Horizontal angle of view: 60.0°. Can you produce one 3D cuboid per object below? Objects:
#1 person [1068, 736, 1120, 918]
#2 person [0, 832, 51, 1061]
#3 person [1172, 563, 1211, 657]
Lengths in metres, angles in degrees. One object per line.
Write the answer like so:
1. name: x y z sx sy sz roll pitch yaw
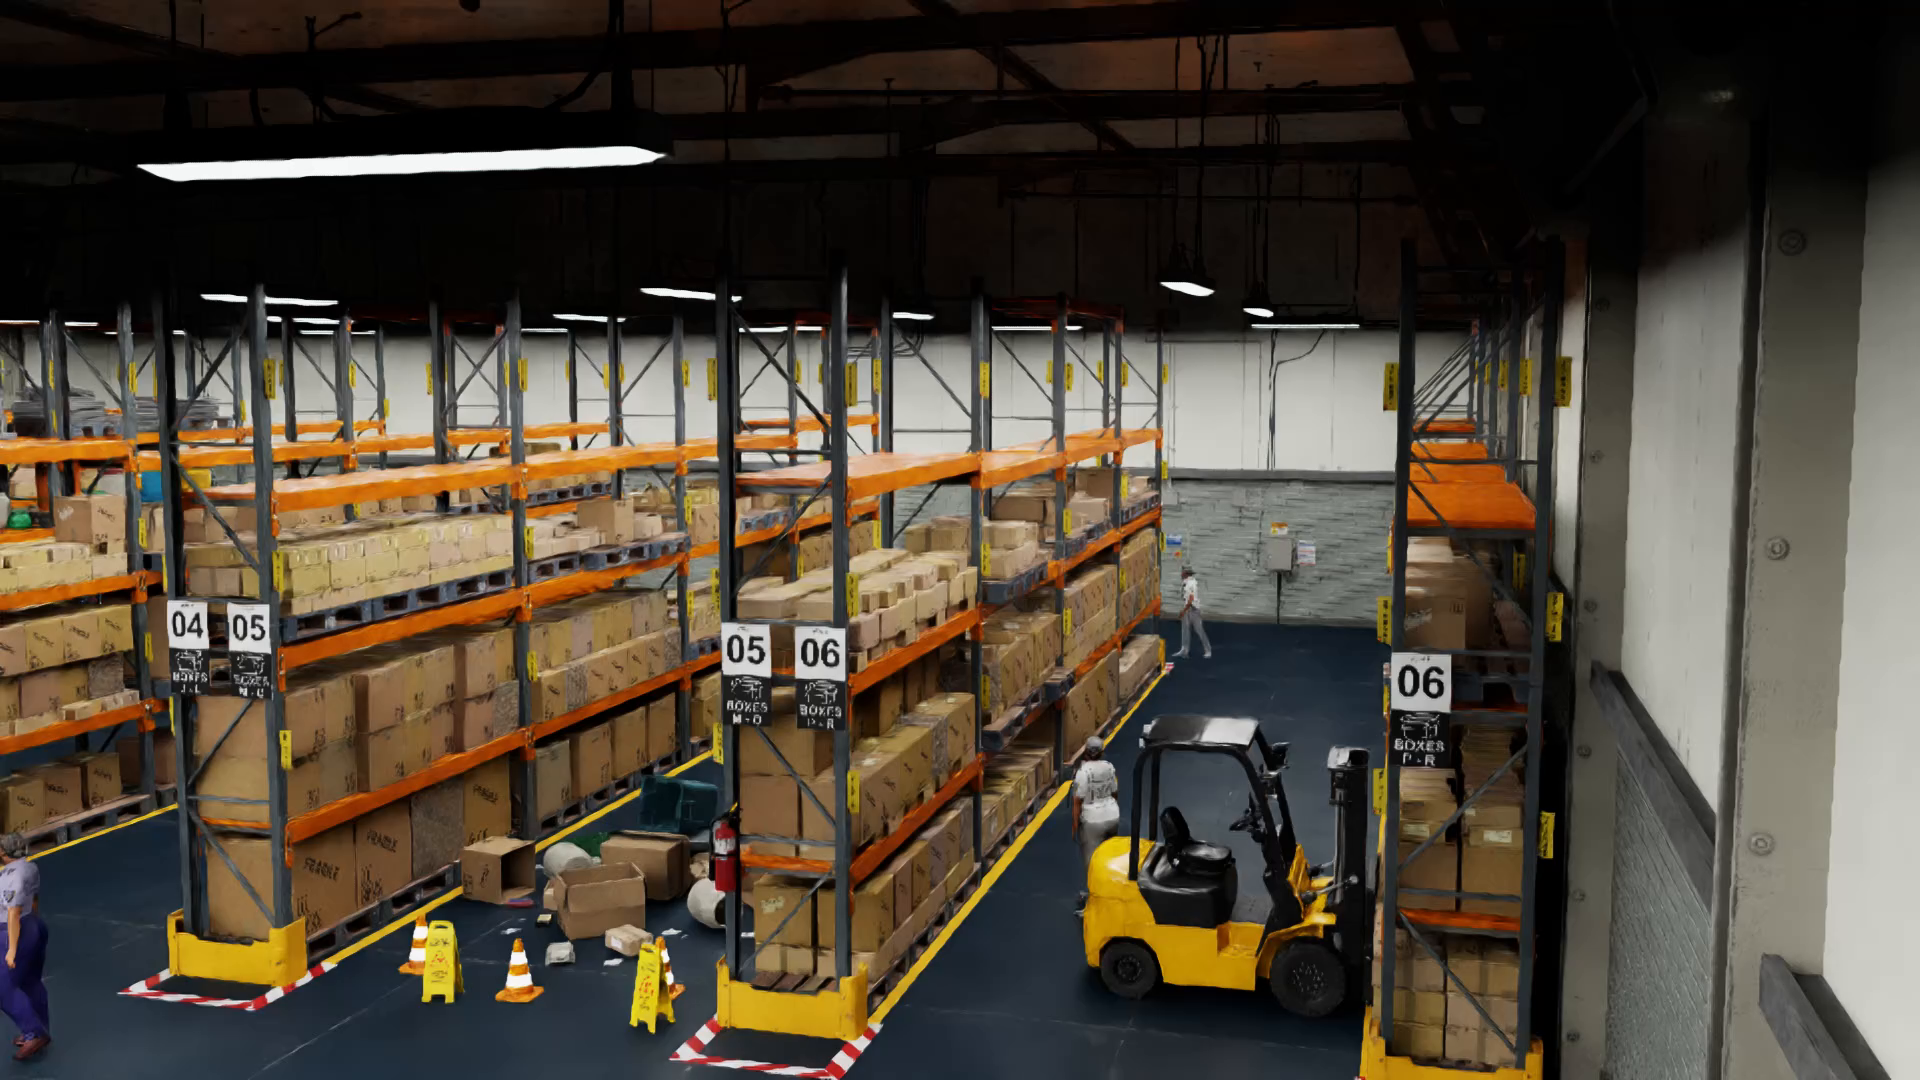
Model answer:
1. person: 1.252 2.672 15.711 0.598 1.659 0.556 -6 8 -42
2. person: -7.070 3.024 12.514 0.409 1.642 0.602 -1 6 -10
3. person: 4.104 1.244 29.324 0.681 1.656 0.489 -1 6 -12
